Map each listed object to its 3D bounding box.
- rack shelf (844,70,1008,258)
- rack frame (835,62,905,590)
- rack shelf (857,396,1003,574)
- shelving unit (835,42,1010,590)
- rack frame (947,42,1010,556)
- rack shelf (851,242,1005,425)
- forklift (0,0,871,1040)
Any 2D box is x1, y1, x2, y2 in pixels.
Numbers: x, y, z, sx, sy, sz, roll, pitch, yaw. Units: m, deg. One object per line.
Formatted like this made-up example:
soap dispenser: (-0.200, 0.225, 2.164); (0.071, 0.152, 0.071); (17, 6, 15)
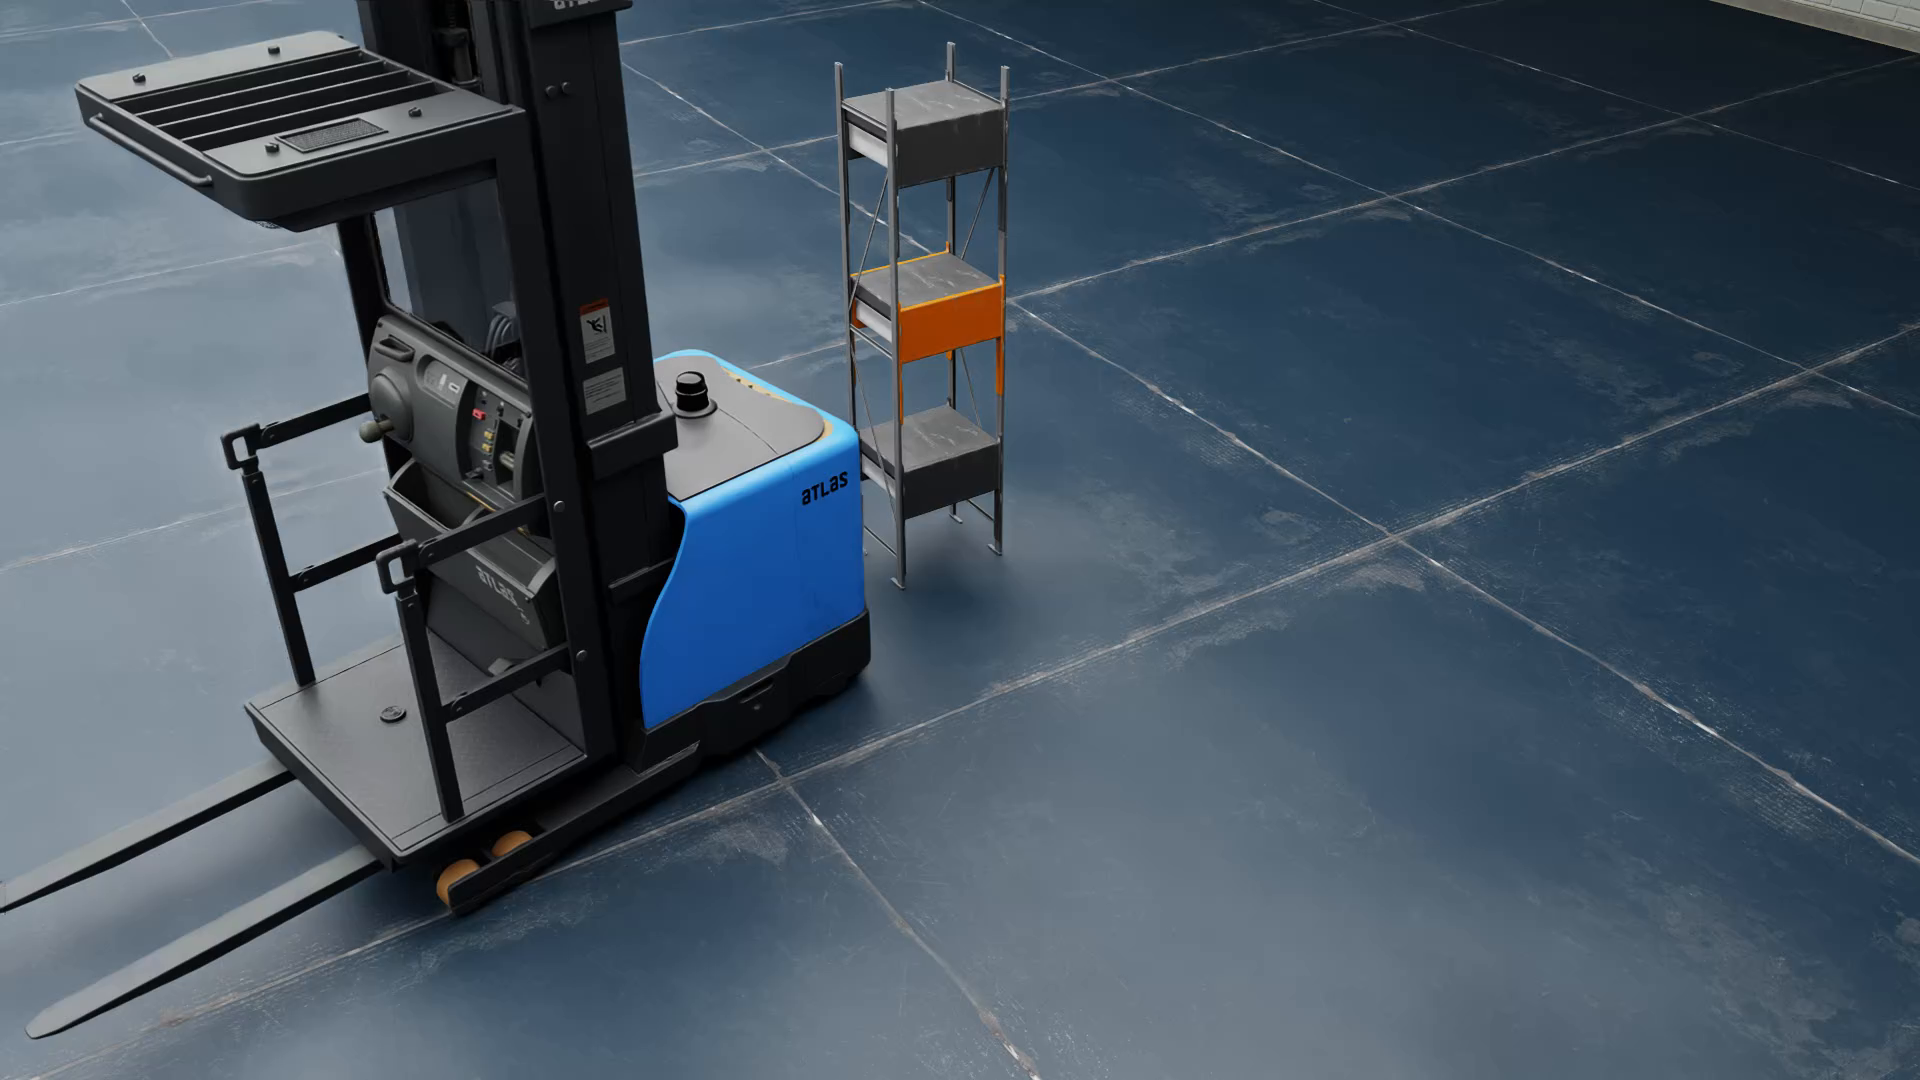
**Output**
rack shelf: (-0.139, -1.421, 6.248); (0.480, 0.518, 0.431); (-19, 37, -27)
rack frame: (-0.344, -0.770, 6.502); (0.015, 2.100, 0.400); (-19, 37, -27)
rack shelf: (-0.139, -0.237, 6.995); (0.480, 0.518, 0.431); (-19, 37, -27)
shelving unit: (-0.139, -0.840, 6.614); (0.503, 2.100, 0.431); (-19, 37, -27)
rack frame: (0.066, -0.911, 6.726); (0.015, 2.100, 0.400); (-19, 37, -27)
rack shelf: (-0.139, -0.829, 6.621); (0.480, 0.518, 0.431); (-19, 37, -27)
forklift: (-1.743, -0.355, 5.066); (3.031, 2.935, 1.130); (-28, 42, -37)
